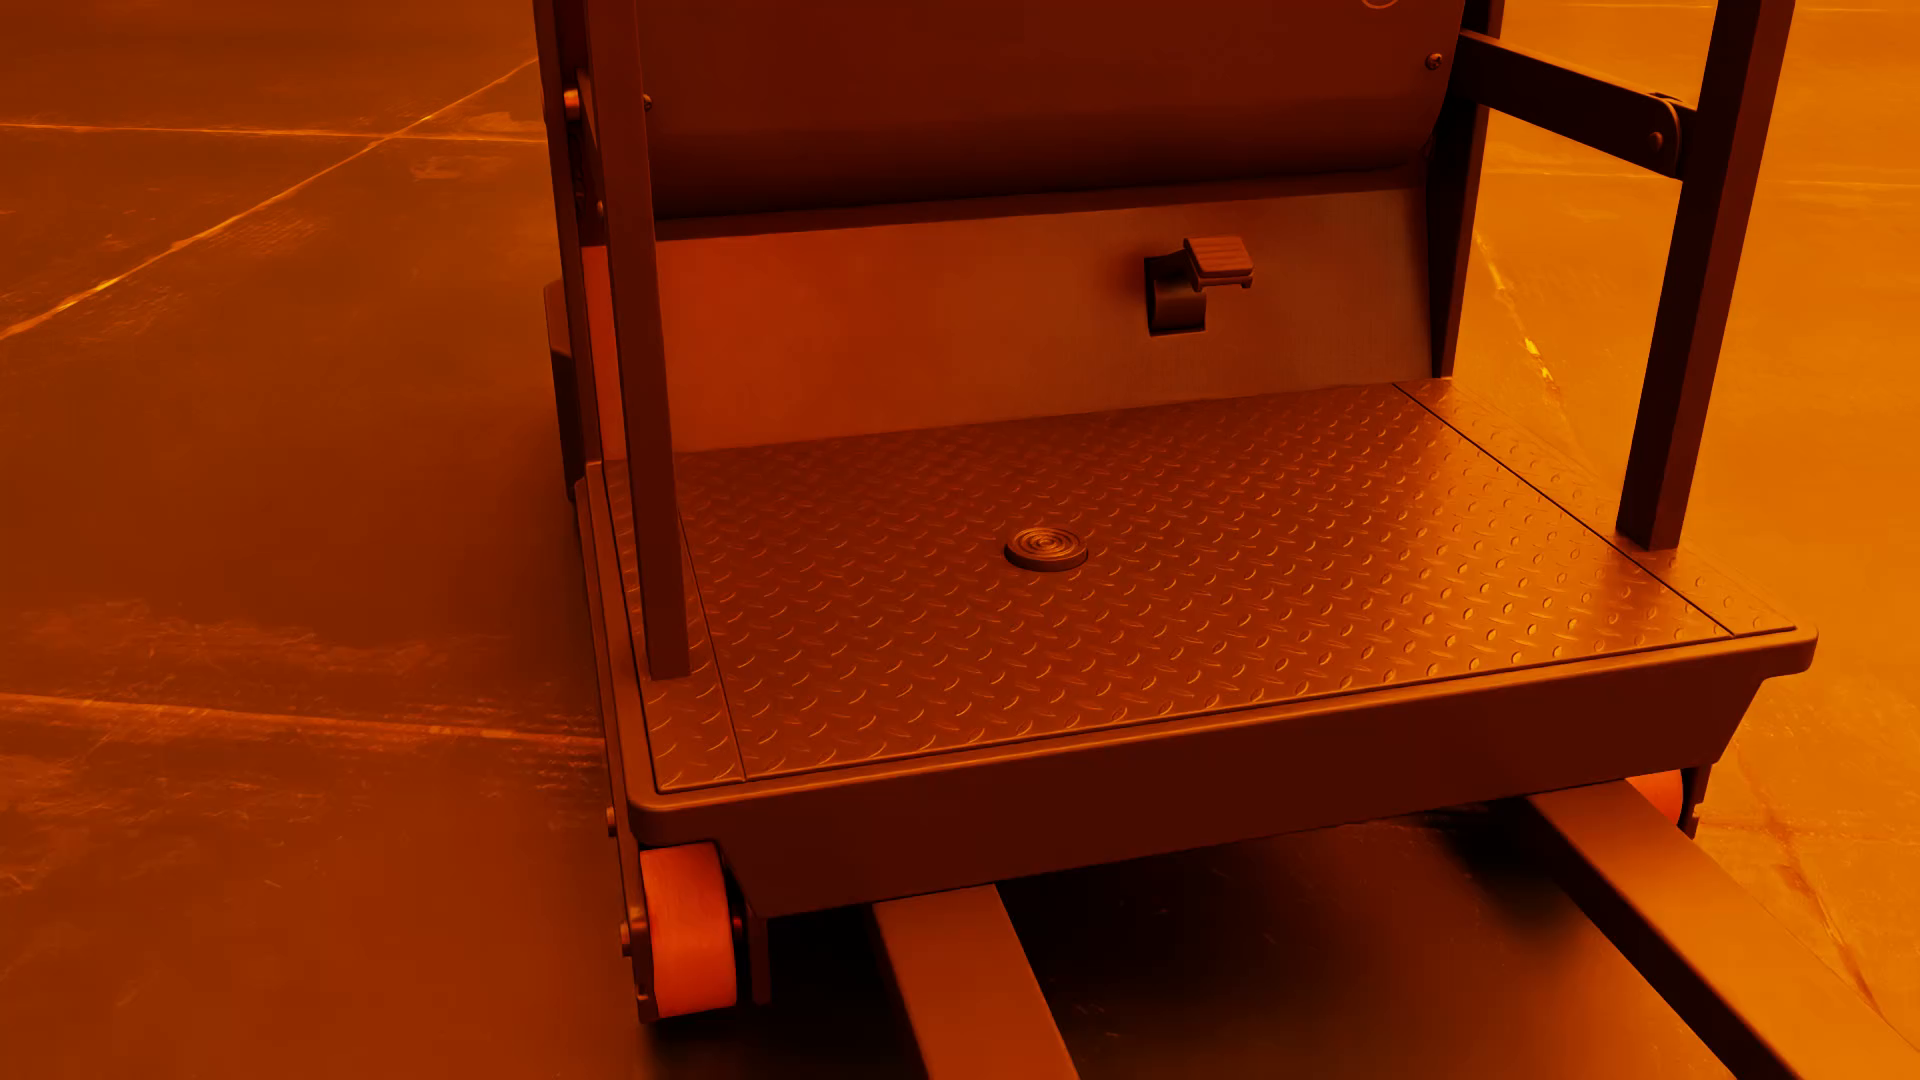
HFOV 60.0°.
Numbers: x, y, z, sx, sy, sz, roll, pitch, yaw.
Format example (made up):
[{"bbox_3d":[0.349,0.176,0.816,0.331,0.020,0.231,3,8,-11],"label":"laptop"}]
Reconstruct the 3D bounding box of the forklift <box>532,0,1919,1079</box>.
[{"bbox_3d":[0.153,-1.049,1.319,1.130,2.935,3.031,-7,27,-13],"label":"forklift"}]
